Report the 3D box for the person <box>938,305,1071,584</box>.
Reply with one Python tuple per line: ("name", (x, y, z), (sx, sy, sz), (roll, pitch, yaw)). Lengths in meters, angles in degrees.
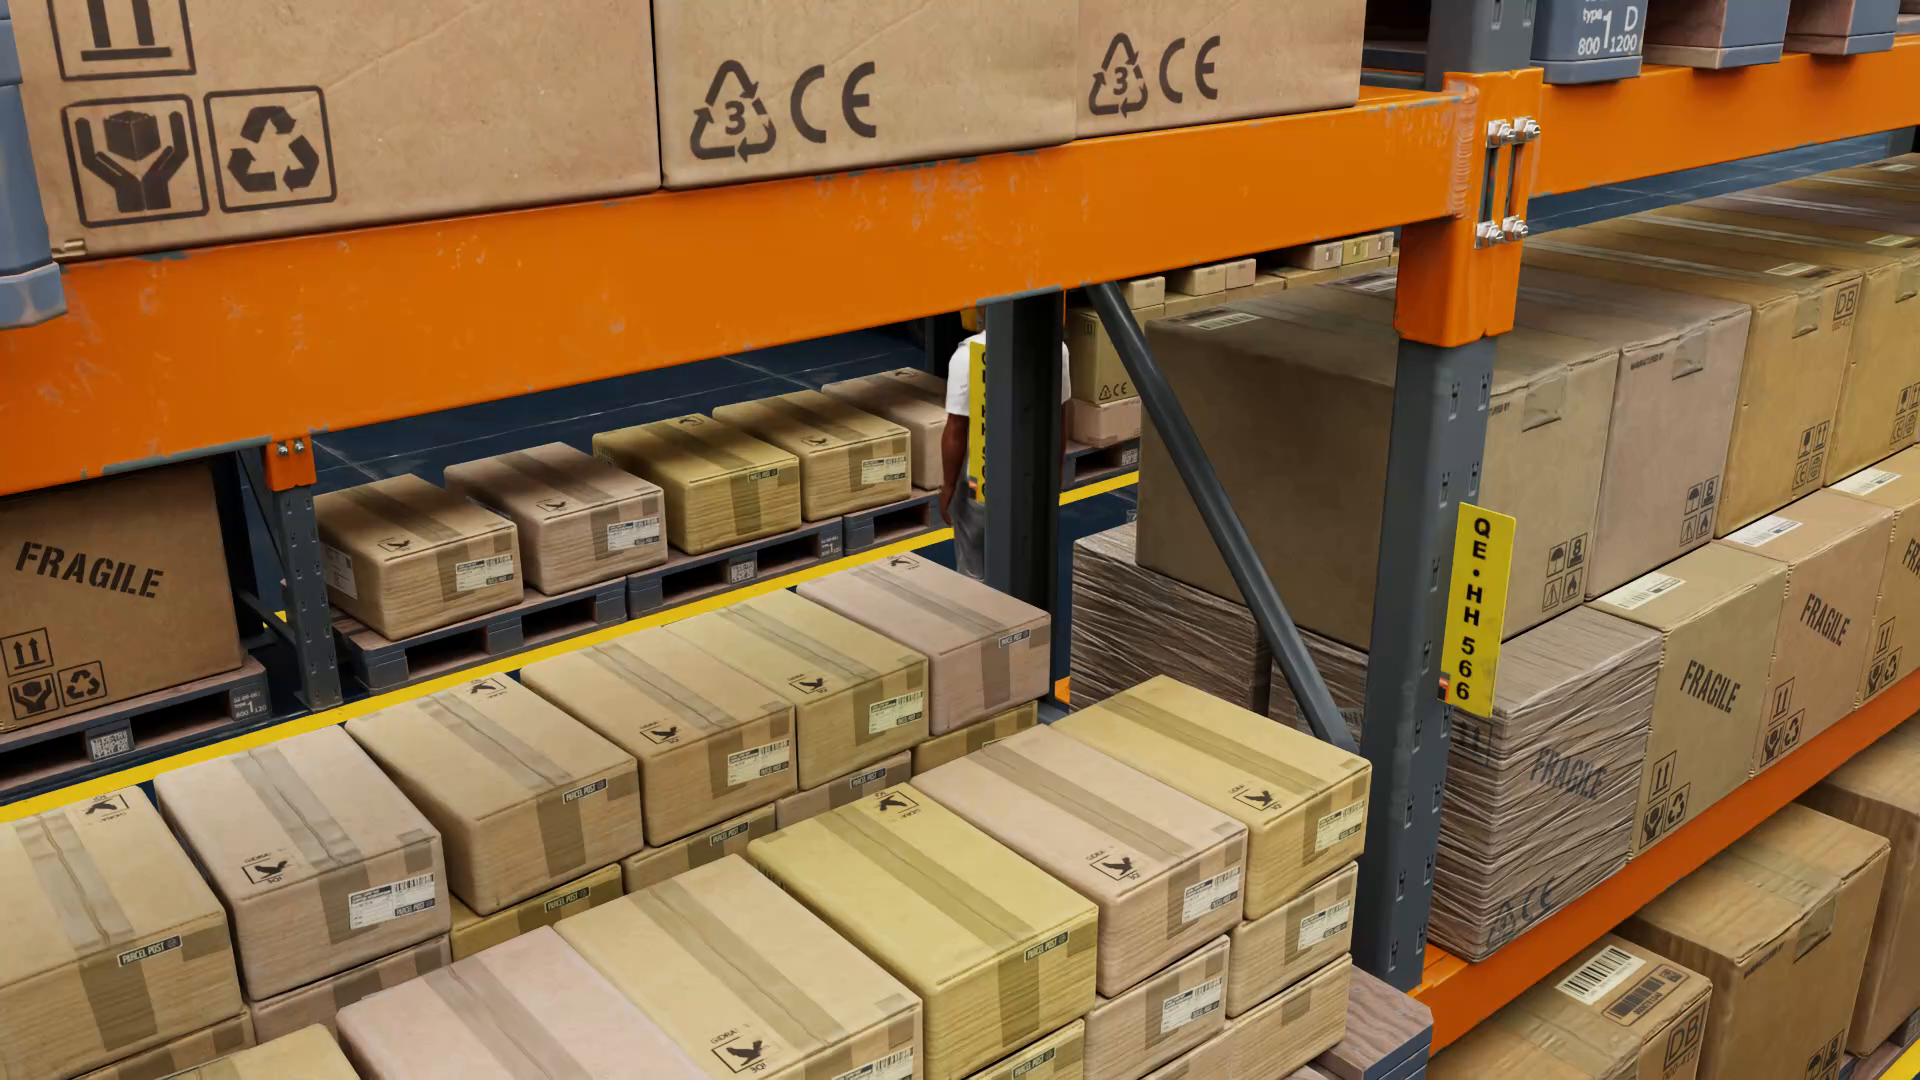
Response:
("person", (0.157, -0.281, 6.764), (0.589, 1.770, 0.667), (-9, 23, -23))
